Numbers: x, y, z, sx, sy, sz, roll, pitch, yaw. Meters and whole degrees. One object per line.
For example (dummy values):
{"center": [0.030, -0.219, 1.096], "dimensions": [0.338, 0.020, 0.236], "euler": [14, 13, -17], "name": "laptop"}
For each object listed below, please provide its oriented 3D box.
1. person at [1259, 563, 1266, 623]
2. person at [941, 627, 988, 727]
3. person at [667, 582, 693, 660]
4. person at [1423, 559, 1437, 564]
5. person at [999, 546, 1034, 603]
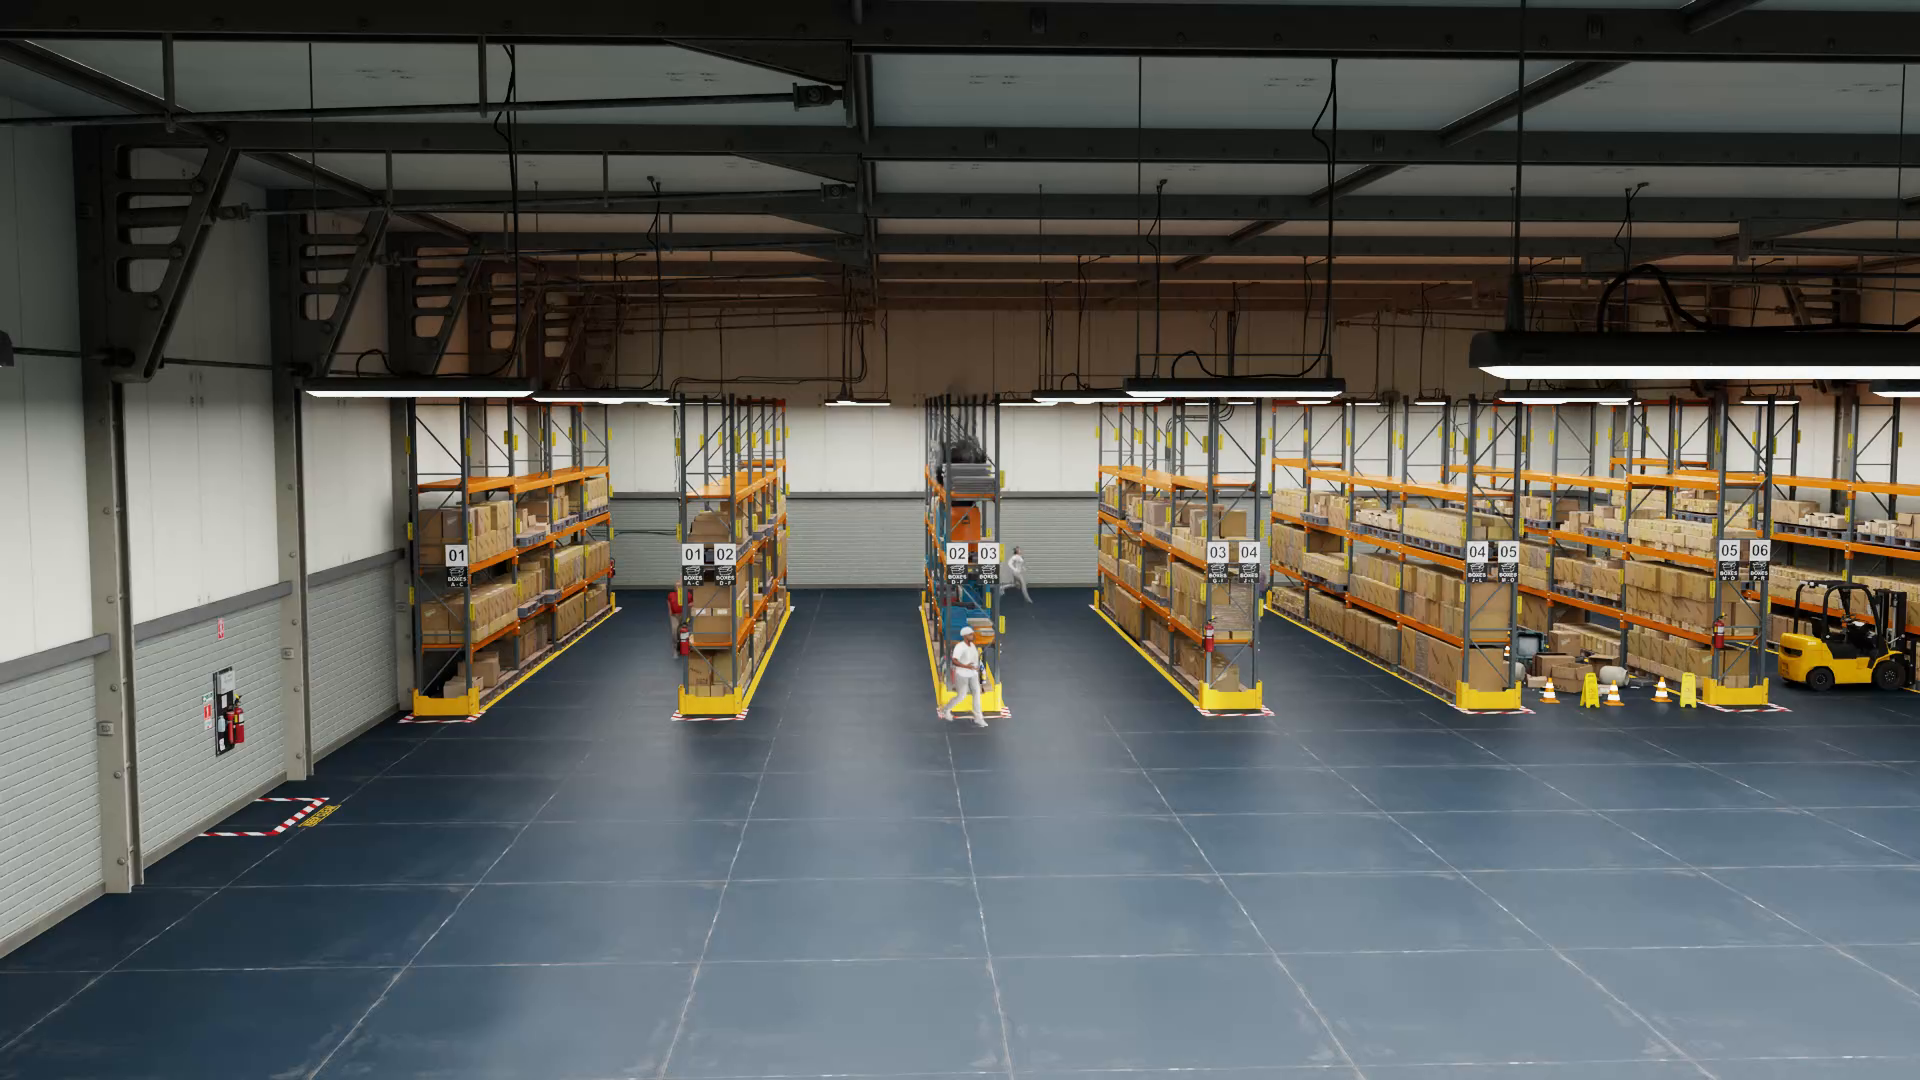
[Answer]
{"center": [8.020, 1.394, 44.912], "dimensions": [0.566, 1.588, 0.866], "euler": [-1, 5, -12], "name": "person"}
{"center": [0.124, 2.458, 30.053], "dimensions": [0.984, 1.770, 0.735], "euler": [3, 6, 37], "name": "person"}
{"center": [-6.445, 1.837, 38.368], "dimensions": [0.637, 1.775, 0.871], "euler": [0, 5, -5], "name": "person"}
{"center": [13.913, 1.041, 49.340], "dimensions": [0.693, 1.610, 0.601], "euler": [1, 5, 7], "name": "person"}
{"center": [1.676, 1.007, 49.305], "dimensions": [1.060, 1.700, 0.542], "euler": [1, 5, 10], "name": "person"}
